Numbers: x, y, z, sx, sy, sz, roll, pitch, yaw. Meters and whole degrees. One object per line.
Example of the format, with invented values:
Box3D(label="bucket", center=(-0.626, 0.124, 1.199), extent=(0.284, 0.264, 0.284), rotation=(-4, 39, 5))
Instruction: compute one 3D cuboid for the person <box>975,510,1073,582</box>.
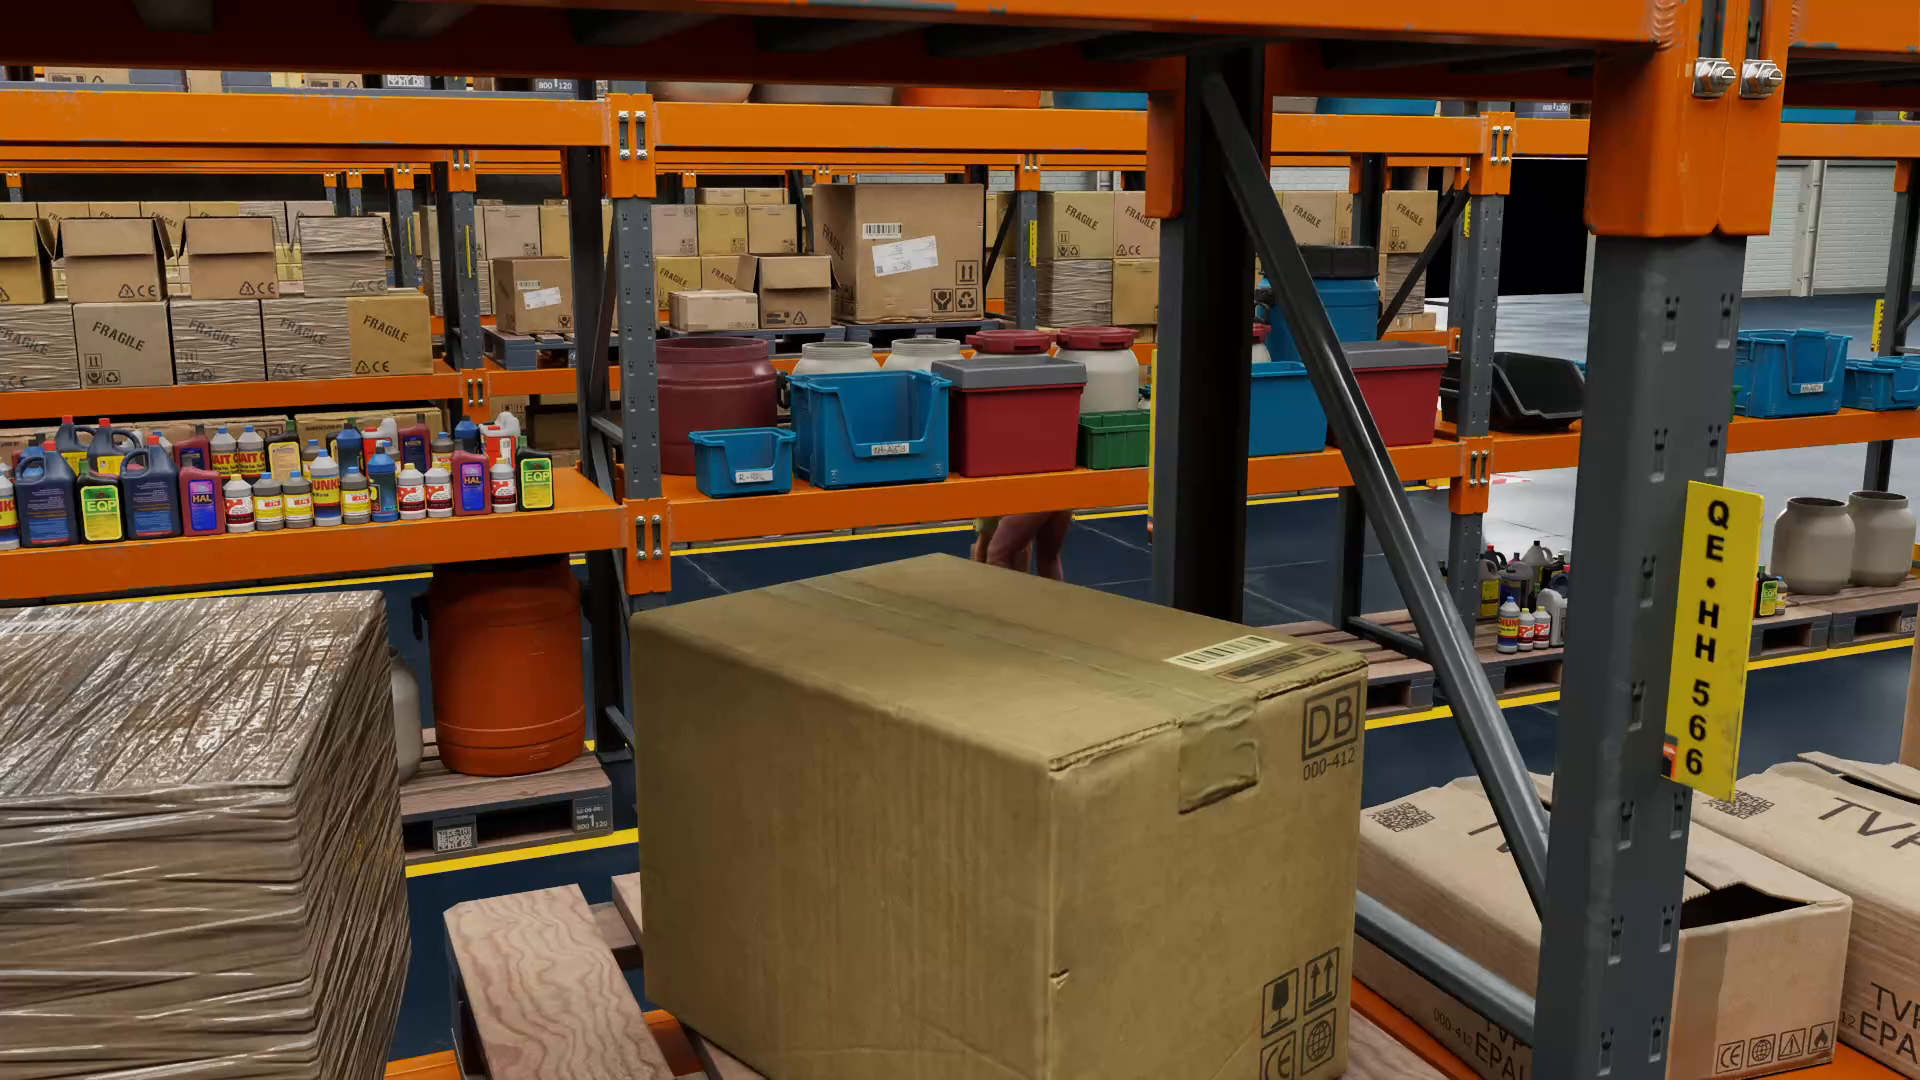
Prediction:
Box3D(label="person", center=(0.323, 0.055, 9.408), extent=(0.447, 0.962, 0.865), rotation=(-6, 13, -25))
